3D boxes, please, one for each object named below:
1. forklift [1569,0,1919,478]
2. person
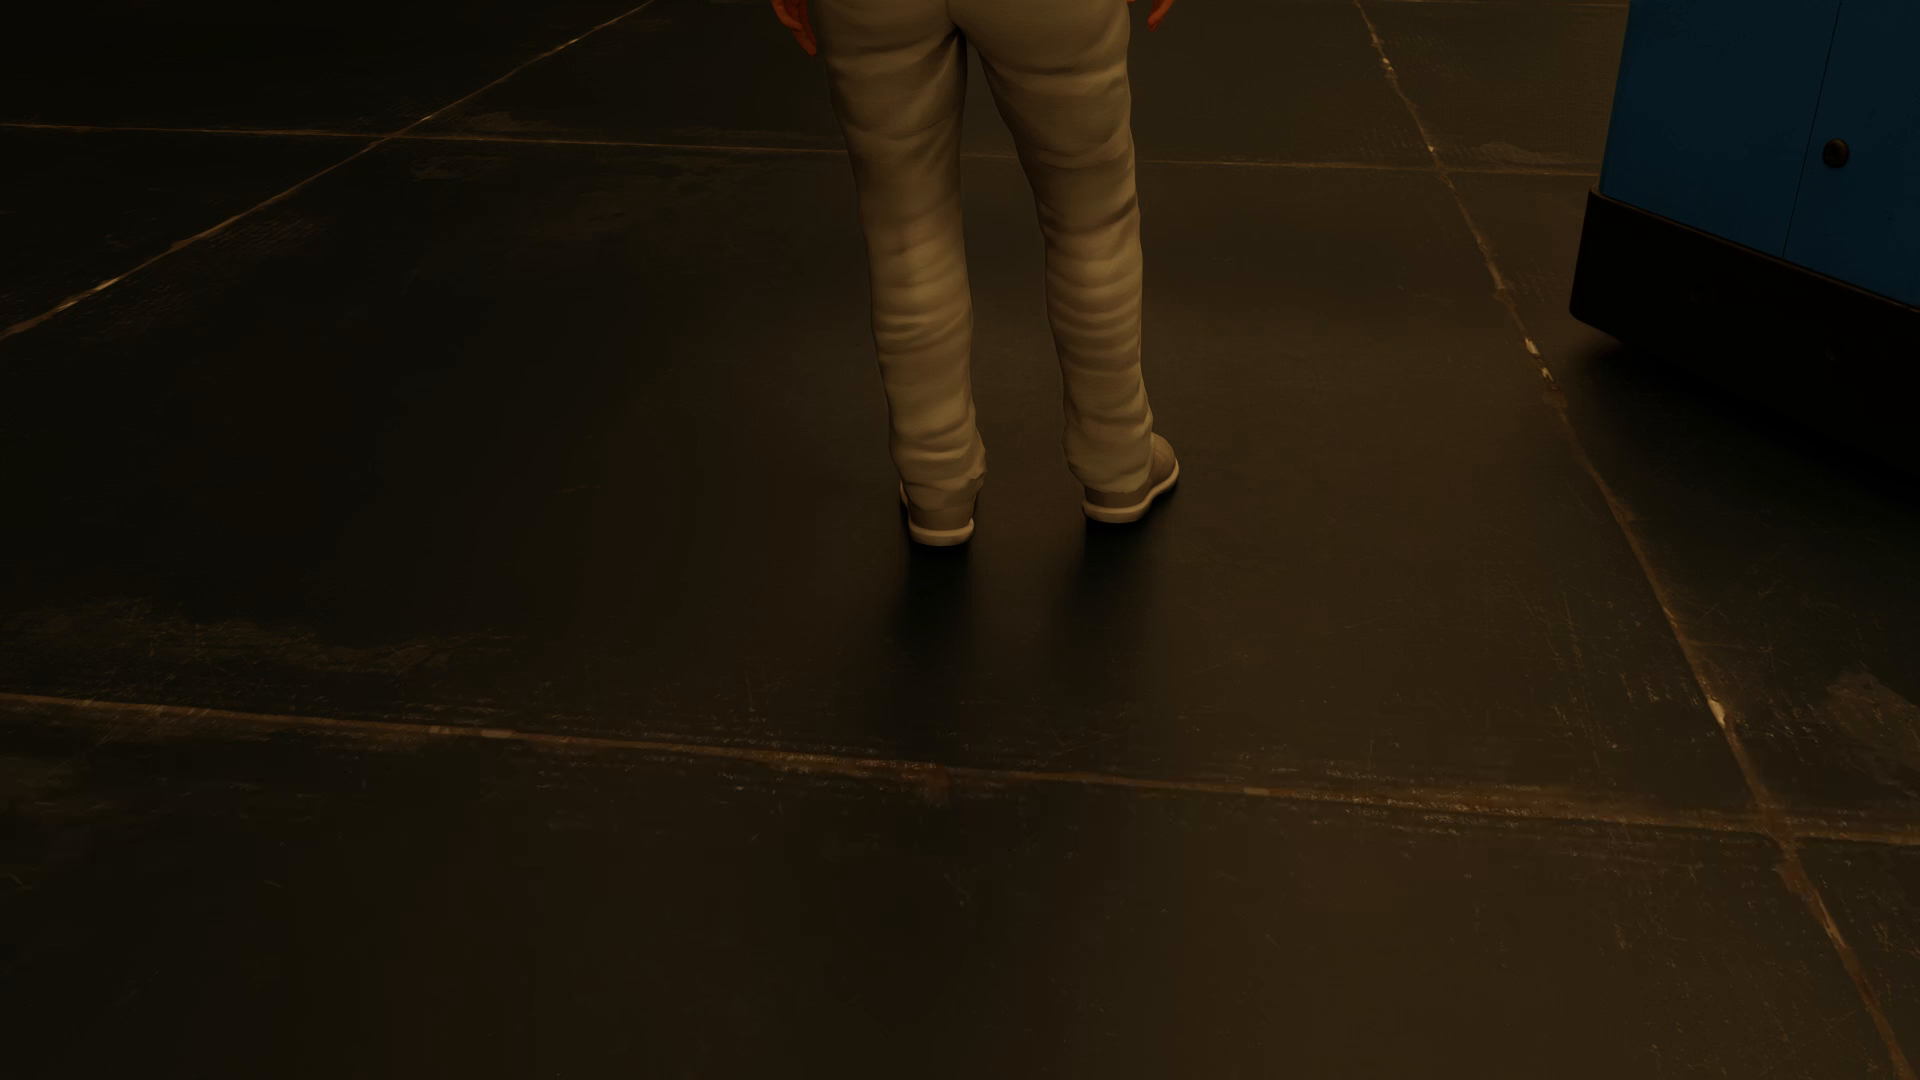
[{"bbox_3d":[2.751,-1.727,2.678,3.031,2.935,1.130,-10,28,-18],"label":"forklift"},{"bbox_3d":[0.033,-0.784,2.190,0.598,1.670,0.529,3,27,7],"label":"person"}]
